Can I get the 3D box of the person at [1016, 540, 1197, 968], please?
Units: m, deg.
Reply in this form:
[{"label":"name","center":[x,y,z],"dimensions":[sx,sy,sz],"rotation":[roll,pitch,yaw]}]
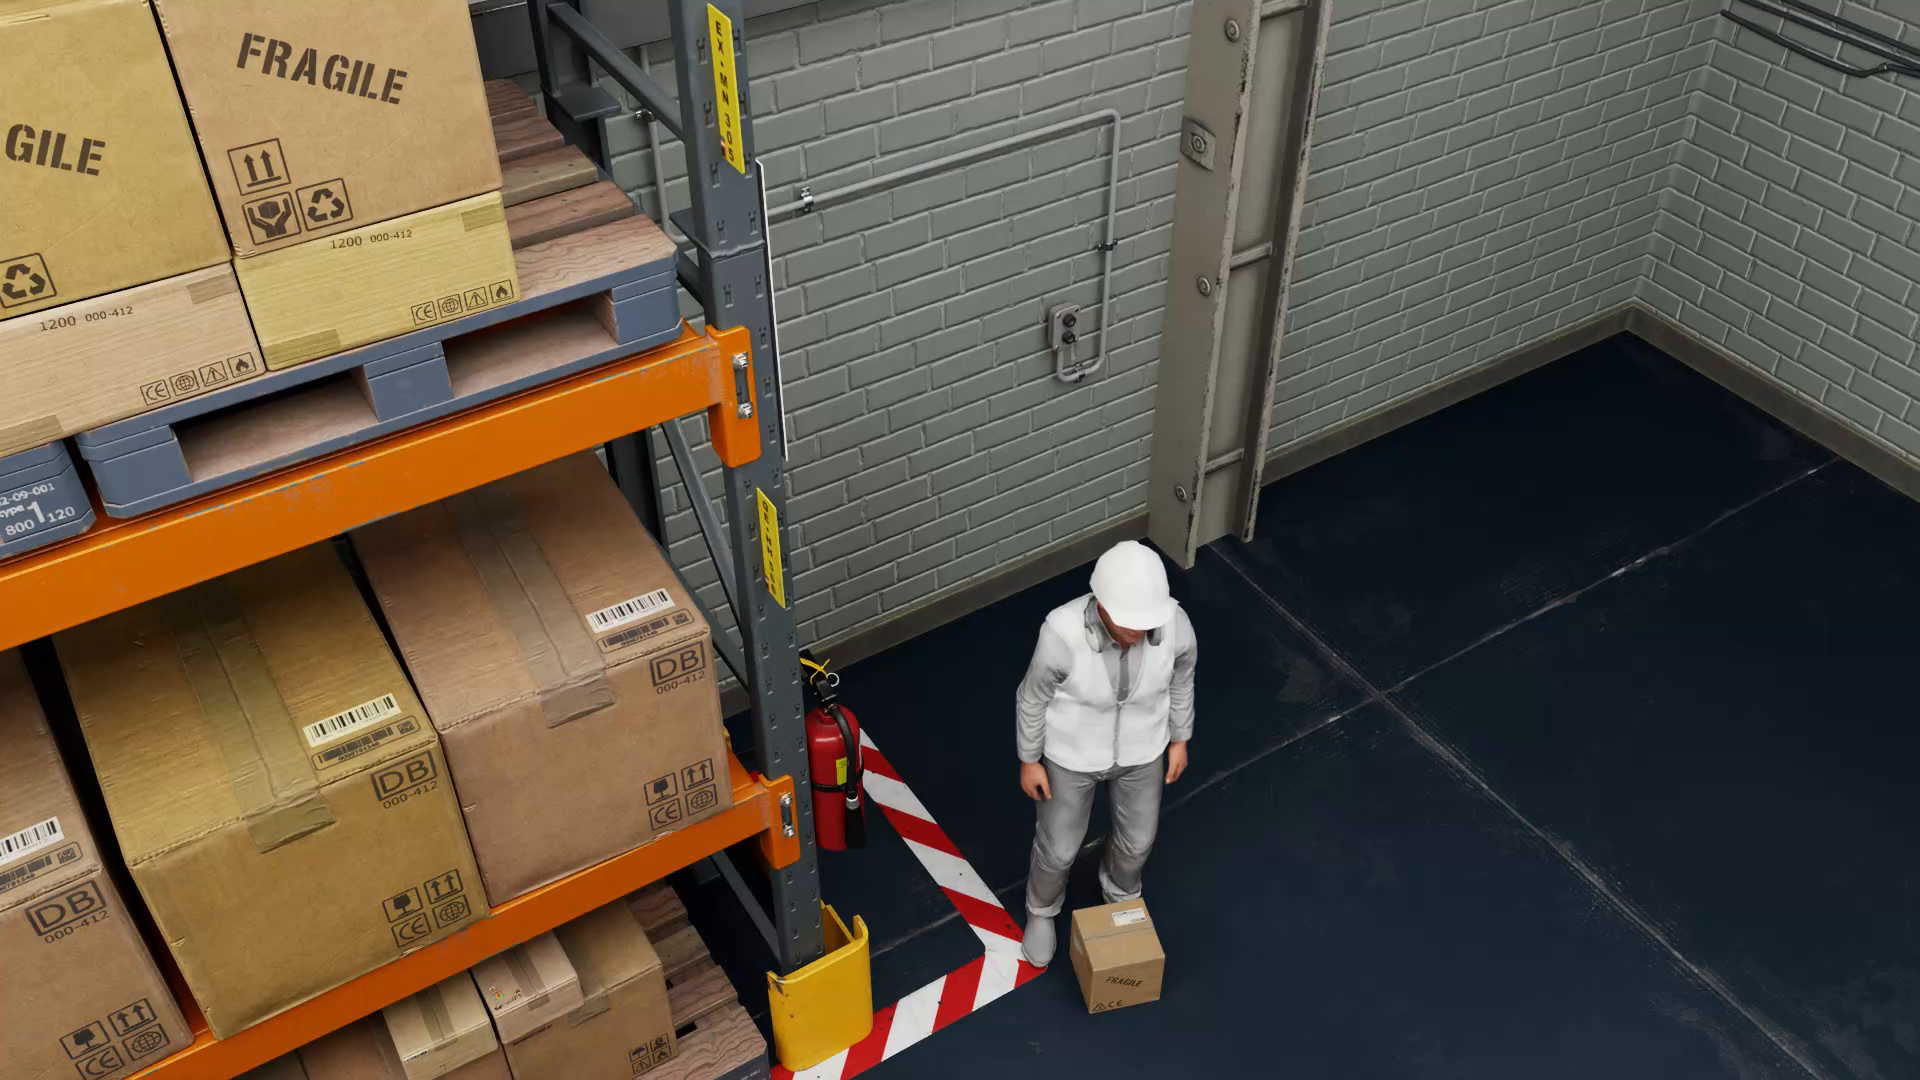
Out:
[{"label":"person","center":[0.465,0.670,5.353],"dimensions":[0.580,1.771,0.463],"rotation":[-7,41,-9]}]
